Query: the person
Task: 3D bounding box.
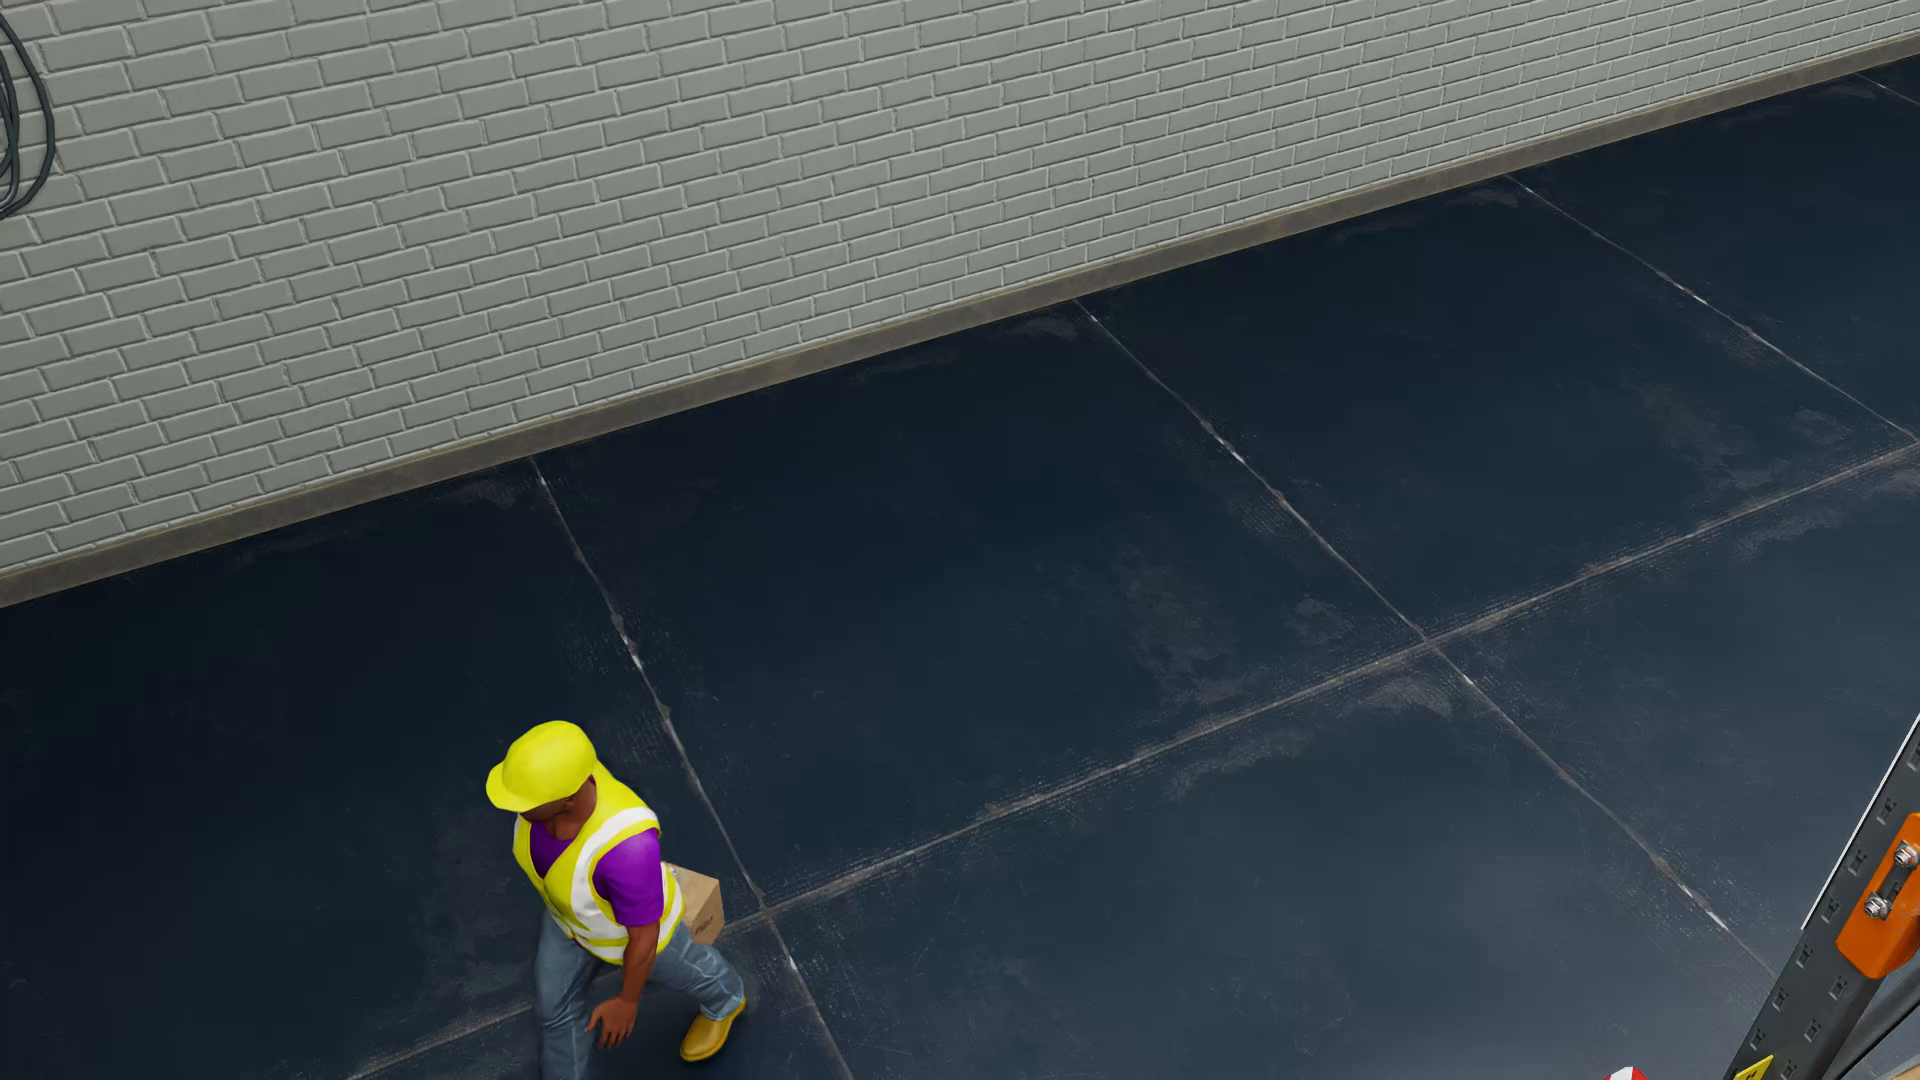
[{"bbox_3d":[-1.038,1.126,4.858,0.600,1.777,0.880,26,47,27],"label":"person"}]
